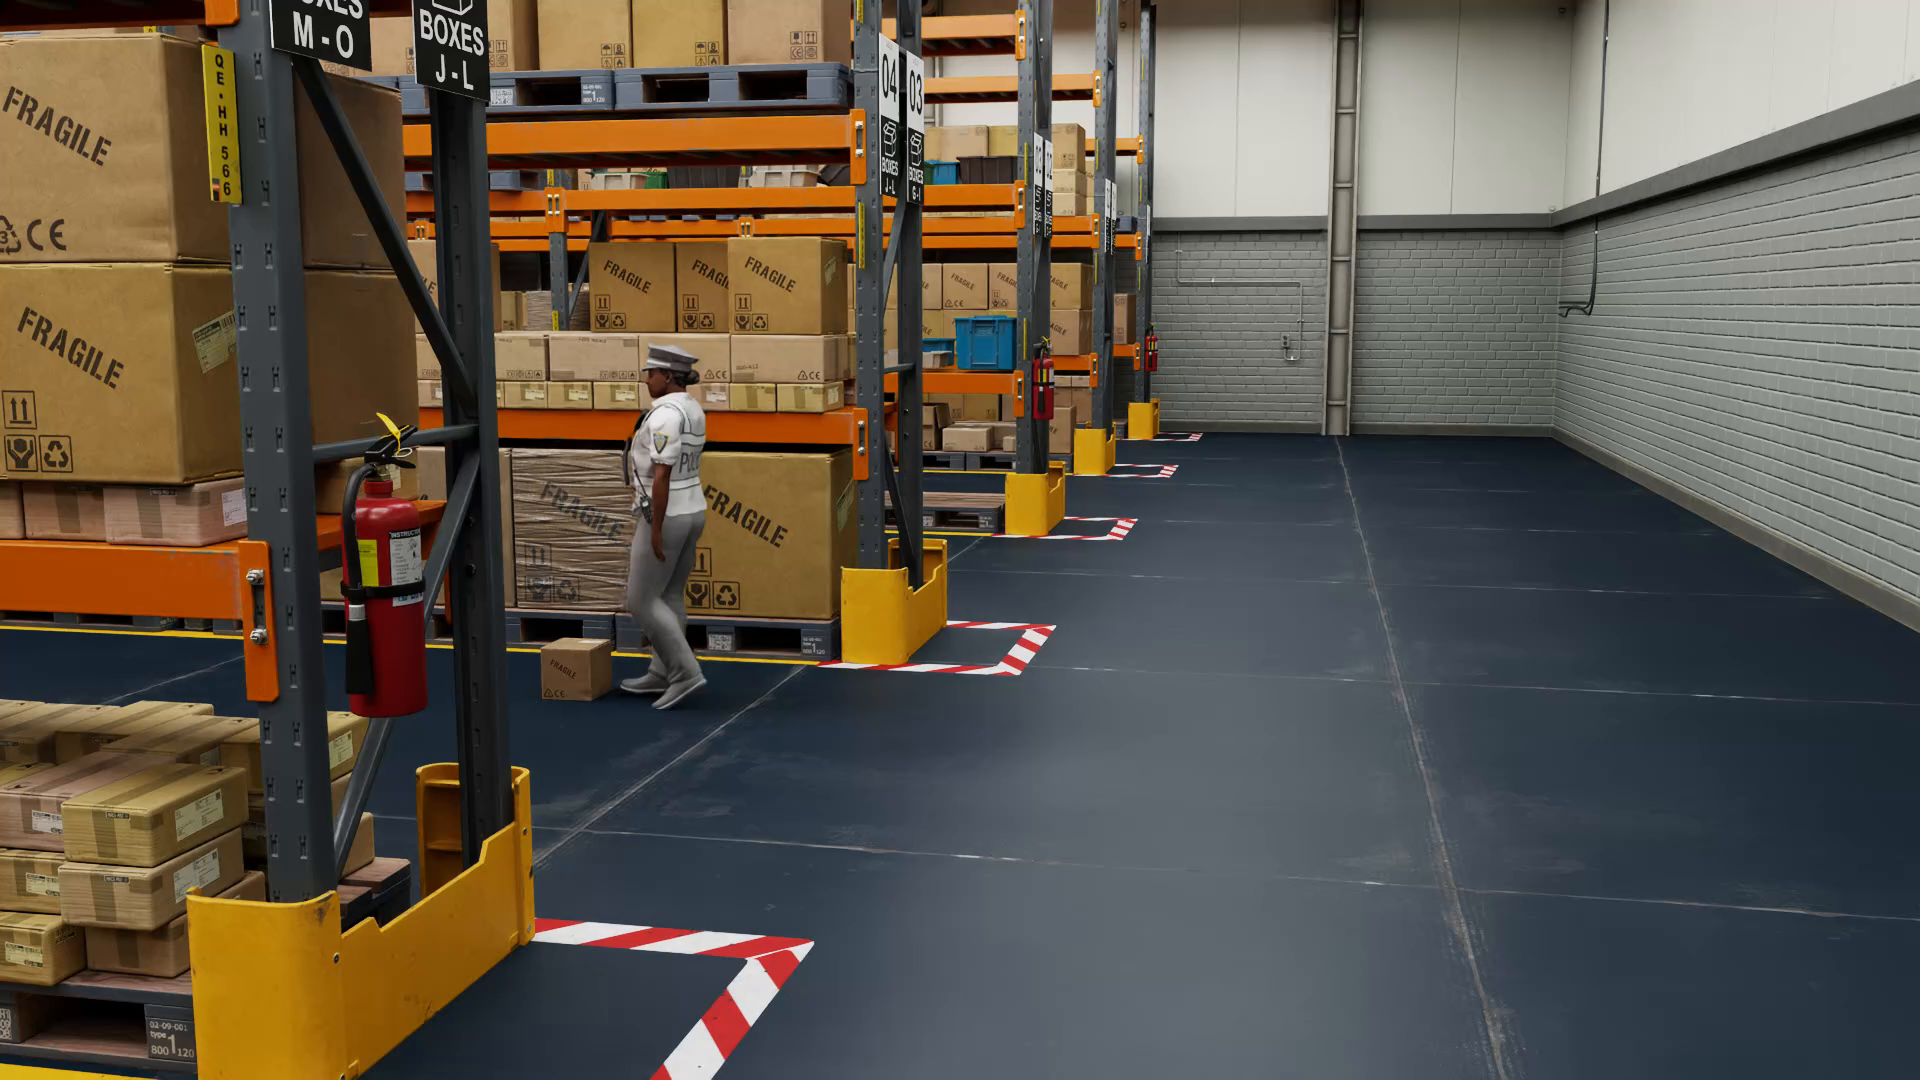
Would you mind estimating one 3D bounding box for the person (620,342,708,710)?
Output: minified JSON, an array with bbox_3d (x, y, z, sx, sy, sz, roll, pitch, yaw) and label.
[{"bbox_3d":[-1.401,-0.063,7.777,0.514,1.715,0.454,2,8,12],"label":"person"}]
